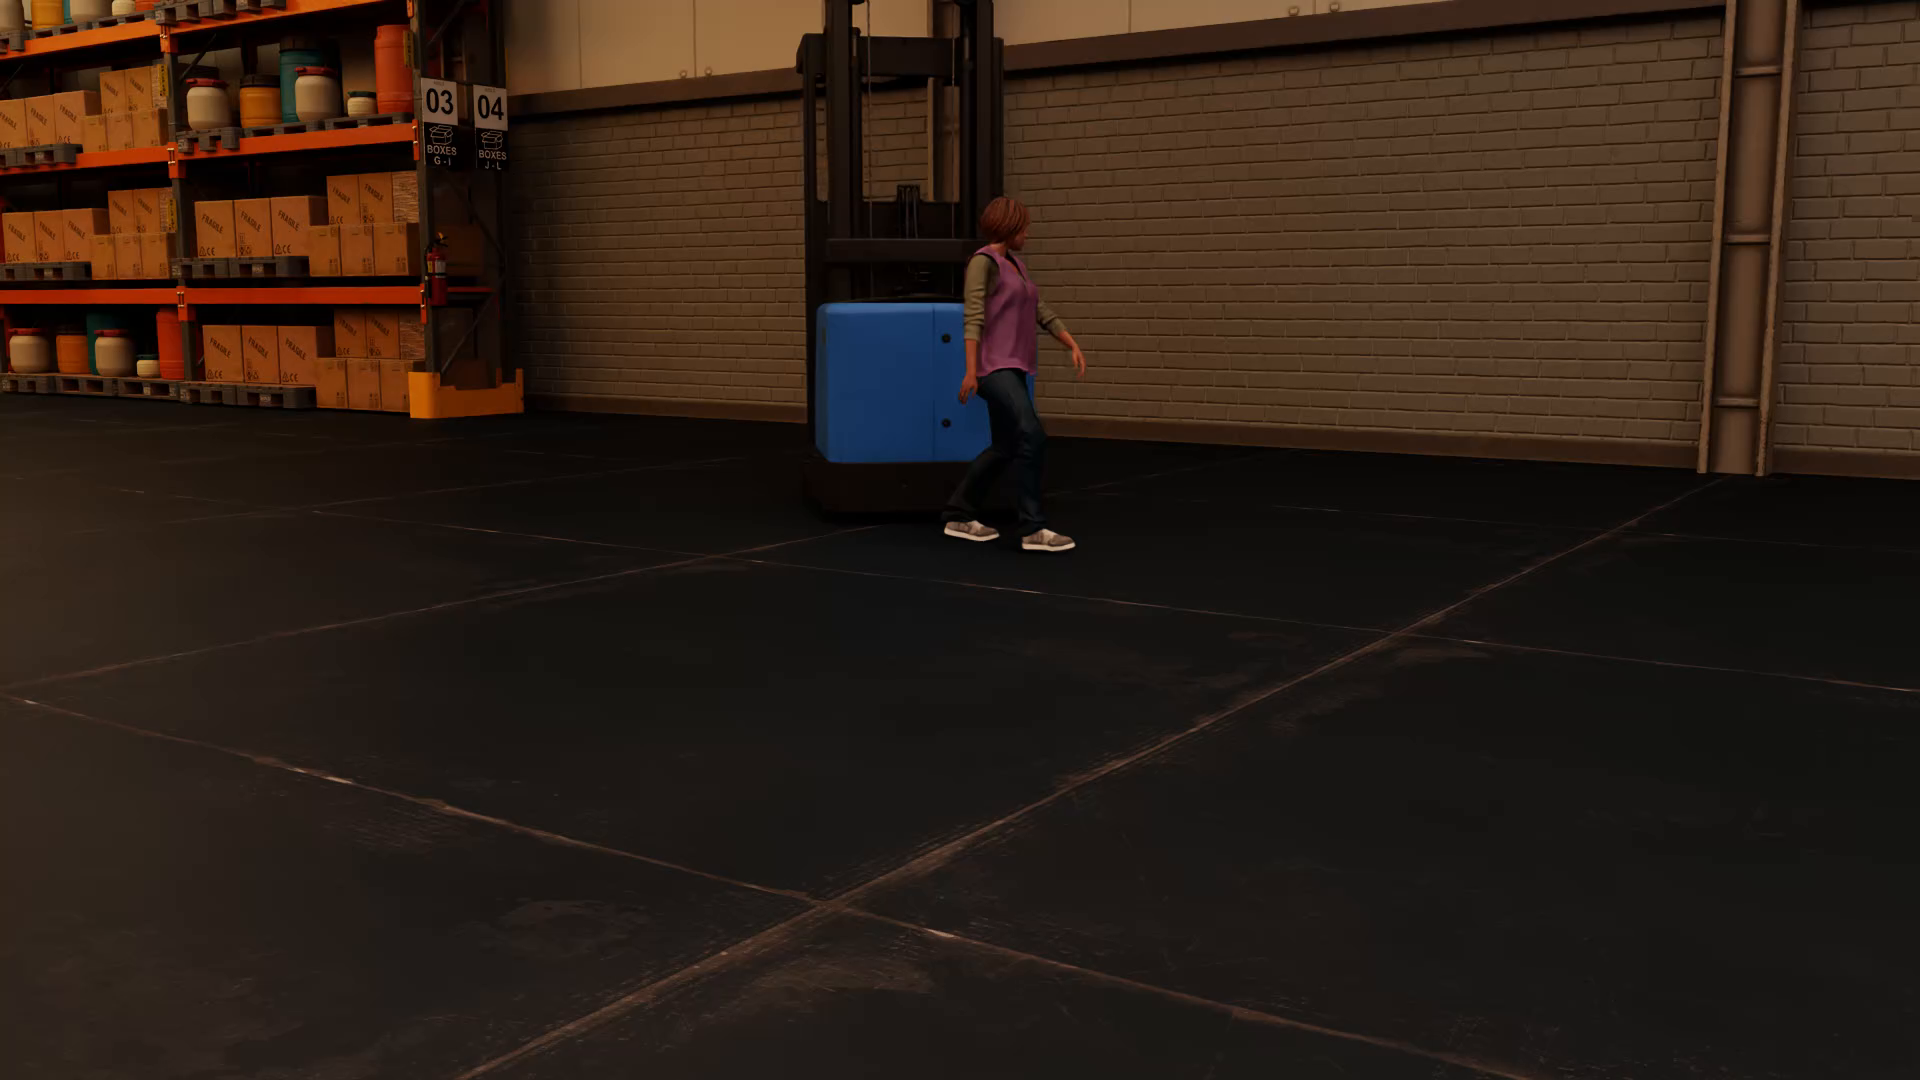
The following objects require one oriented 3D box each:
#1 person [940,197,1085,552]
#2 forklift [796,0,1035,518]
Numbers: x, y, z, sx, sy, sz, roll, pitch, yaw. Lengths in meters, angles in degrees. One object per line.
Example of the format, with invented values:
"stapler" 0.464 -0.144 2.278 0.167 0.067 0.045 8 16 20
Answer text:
"person" 0.204 -0.720 7.293 0.739 1.524 0.539 3 9 22
"forklift" -0.343 -1.731 9.366 1.130 2.935 3.031 -1 8 -8
